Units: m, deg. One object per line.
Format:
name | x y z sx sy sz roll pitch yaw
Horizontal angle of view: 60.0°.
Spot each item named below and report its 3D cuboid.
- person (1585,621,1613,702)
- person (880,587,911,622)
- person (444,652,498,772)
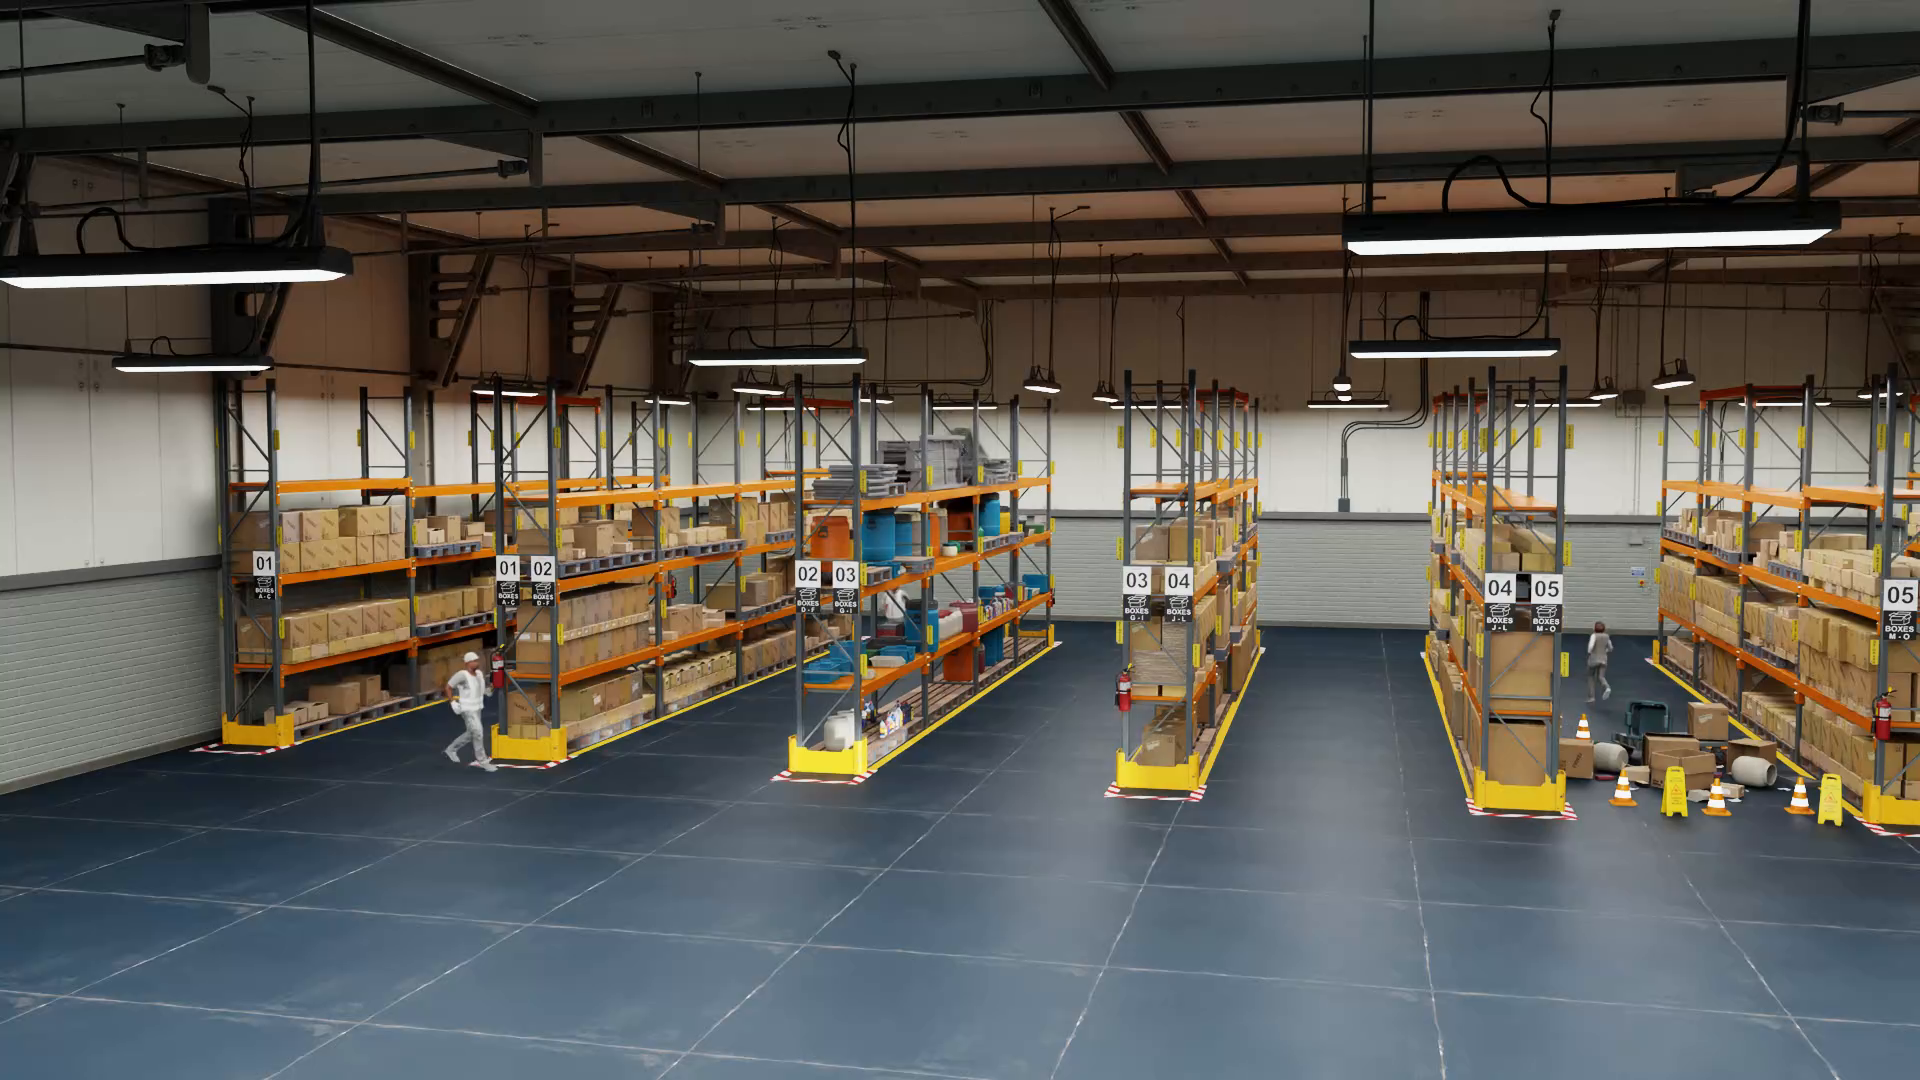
person | 12.090 2.331 31.449 0.545 1.595 0.830 0 3 -3
person | -1.422 1.733 36.298 0.611 1.860 0.830 1 4 21
person | -7.444 2.592 25.271 0.964 1.791 0.715 1 4 19
